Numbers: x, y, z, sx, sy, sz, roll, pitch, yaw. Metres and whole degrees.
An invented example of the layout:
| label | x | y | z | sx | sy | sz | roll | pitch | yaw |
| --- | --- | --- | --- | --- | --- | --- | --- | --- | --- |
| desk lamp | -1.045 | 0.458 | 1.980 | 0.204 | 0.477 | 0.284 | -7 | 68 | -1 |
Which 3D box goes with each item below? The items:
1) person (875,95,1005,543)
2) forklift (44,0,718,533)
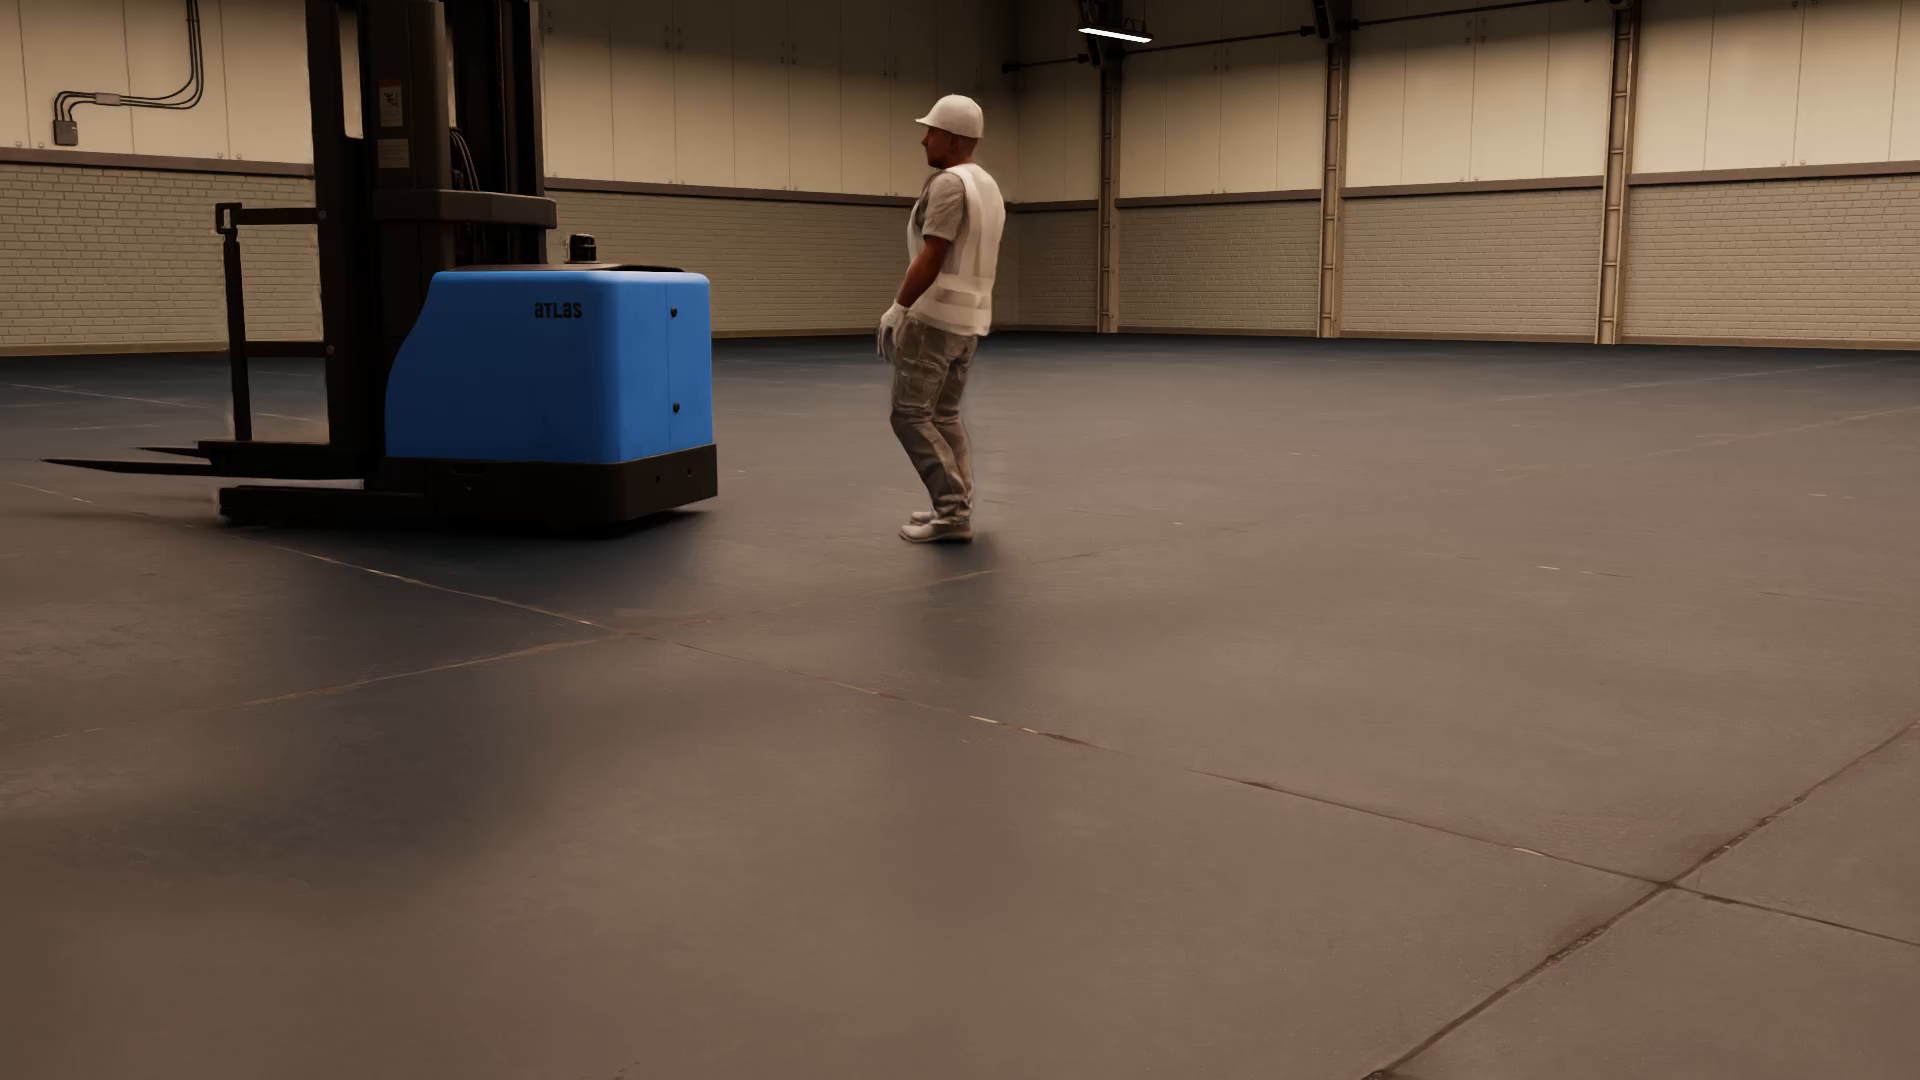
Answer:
| label | x | y | z | sx | sy | sz | roll | pitch | yaw |
| --- | --- | --- | --- | --- | --- | --- | --- | --- | --- |
| person | -0.093 | -0.863 | 6.625 | 0.508 | 1.761 | 0.734 | 3 | 9 | 21 |
| forklift | -2.680 | -1.580 | 7.370 | 3.031 | 2.935 | 1.130 | 3 | 9 | 16 |
